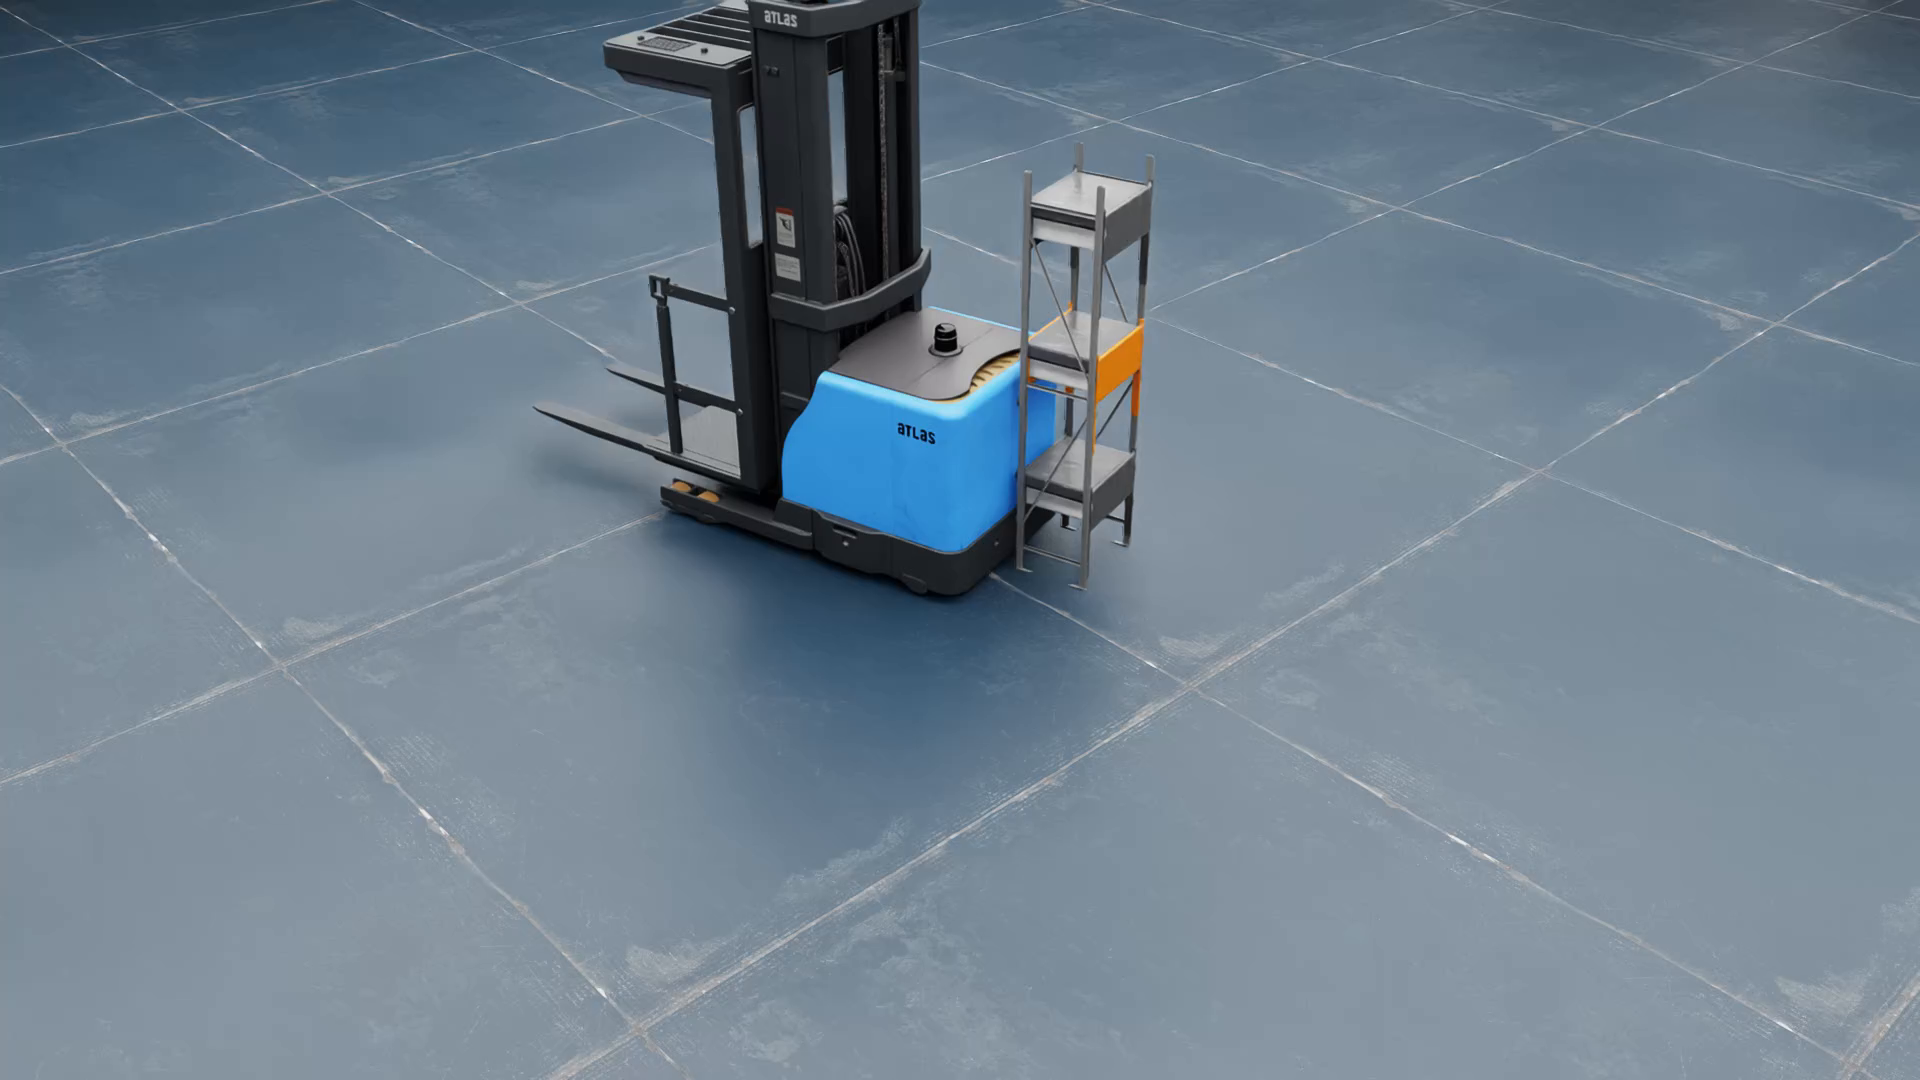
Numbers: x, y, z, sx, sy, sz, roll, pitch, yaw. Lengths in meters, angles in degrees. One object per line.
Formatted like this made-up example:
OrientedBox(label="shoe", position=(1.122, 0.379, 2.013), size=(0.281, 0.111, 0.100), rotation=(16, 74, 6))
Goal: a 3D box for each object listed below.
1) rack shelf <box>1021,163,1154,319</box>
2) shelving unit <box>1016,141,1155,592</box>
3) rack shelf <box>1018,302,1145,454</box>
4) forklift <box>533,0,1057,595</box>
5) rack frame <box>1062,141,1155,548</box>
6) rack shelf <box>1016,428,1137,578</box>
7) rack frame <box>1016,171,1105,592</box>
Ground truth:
OrientedBox(label="rack shelf", position=(0.588, -1.388, 7.692), size=(0.431, 0.518, 0.480), rotation=(18, 36, 27))
OrientedBox(label="shelving unit", position=(0.588, -0.803, 8.050), size=(0.431, 2.100, 0.503), rotation=(18, 36, 27))
OrientedBox(label="rack shelf", position=(0.588, -0.791, 8.057), size=(0.431, 0.518, 0.480), rotation=(18, 36, 27))
OrientedBox(label="forklift", position=(-1.010, -1.553, 8.480), size=(3.031, 2.935, 1.130), rotation=(18, 36, 27))
OrientedBox(label="rack frame", position=(0.716, -0.911, 8.227), size=(0.400, 2.100, 0.015), rotation=(18, 36, 27))
OrientedBox(label="rack shelf", position=(0.588, -0.194, 8.423), size=(0.431, 0.518, 0.480), rotation=(18, 36, 27))
OrientedBox(label="rack frame", position=(0.459, -0.695, 7.873), size=(0.400, 2.100, 0.015), rotation=(18, 36, 27))
